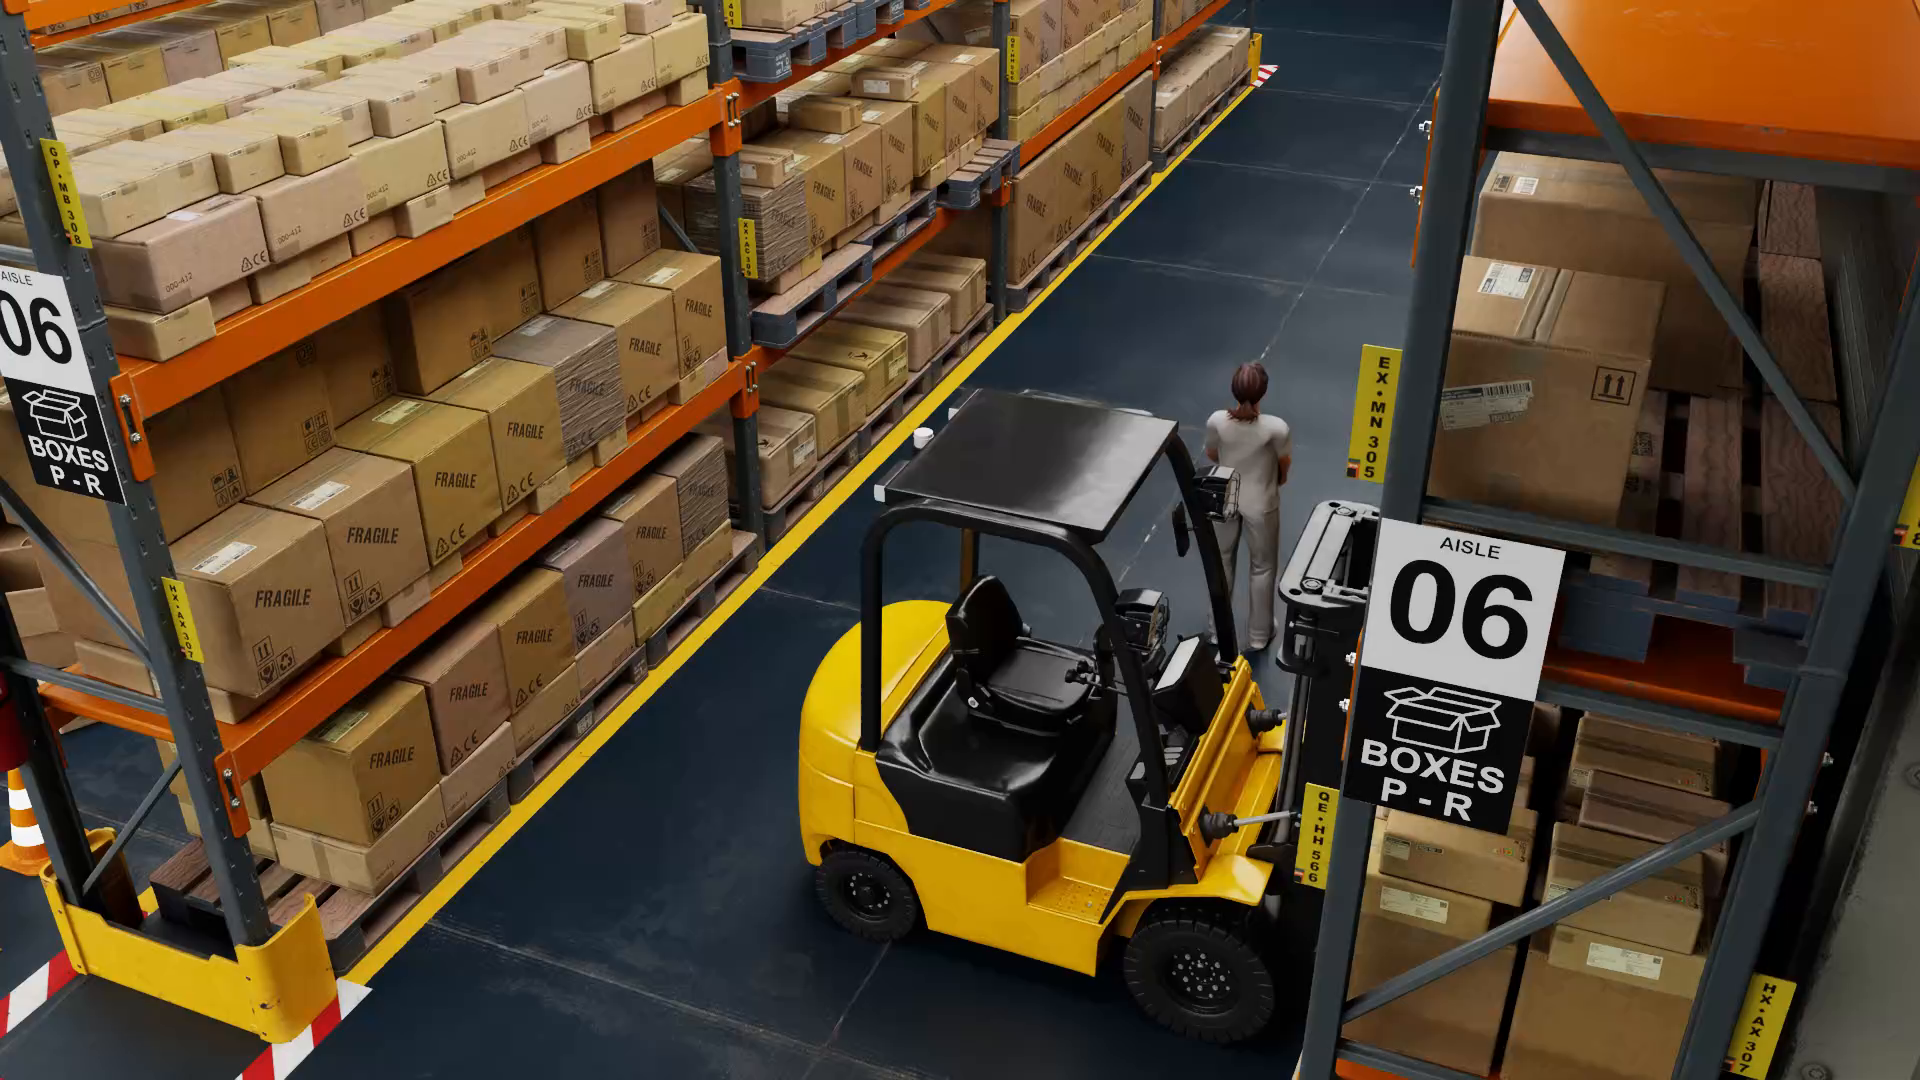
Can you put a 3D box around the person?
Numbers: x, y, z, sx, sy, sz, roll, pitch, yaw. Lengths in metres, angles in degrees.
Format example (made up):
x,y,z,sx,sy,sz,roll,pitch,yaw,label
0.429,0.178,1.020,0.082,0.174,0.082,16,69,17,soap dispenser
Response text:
x,y,z,sx,sy,sz,roll,pitch,yaw,label
1.500,-0.202,8.754,0.452,1.668,0.534,11,32,19,person
